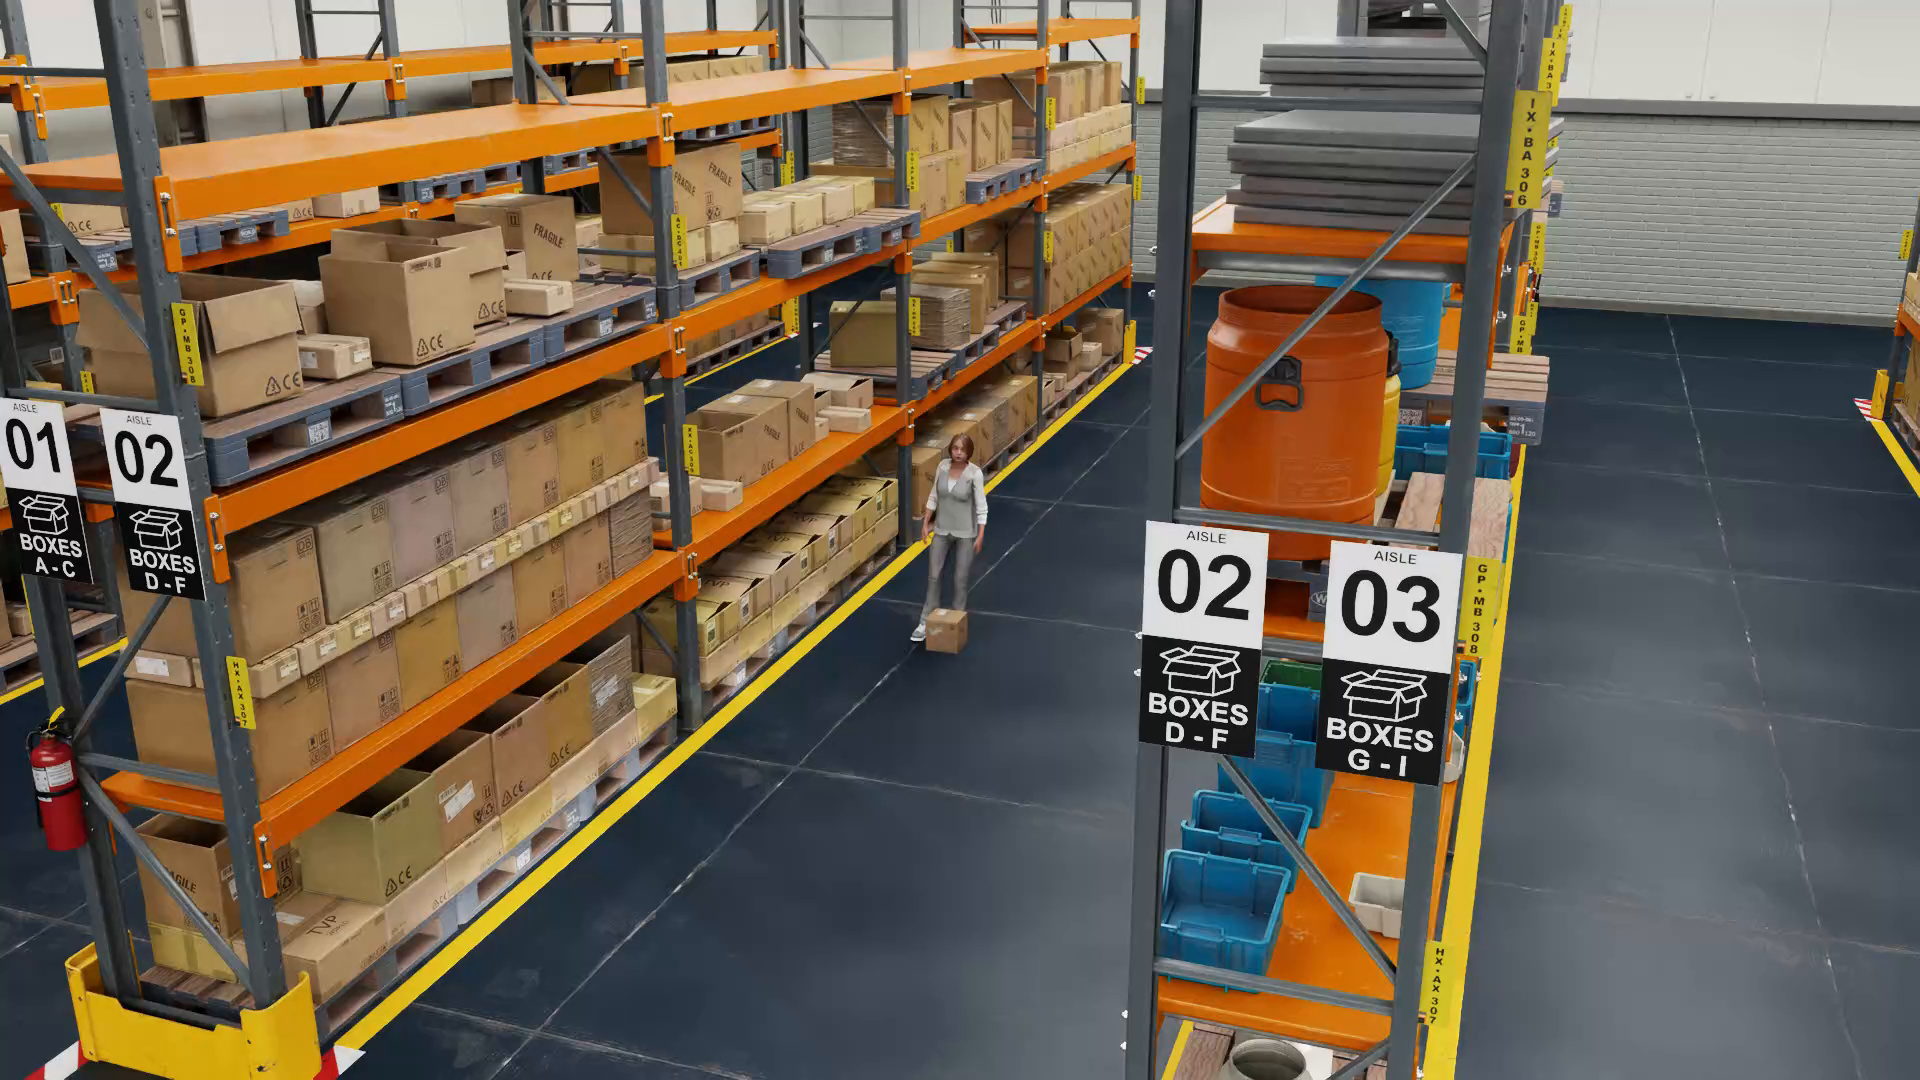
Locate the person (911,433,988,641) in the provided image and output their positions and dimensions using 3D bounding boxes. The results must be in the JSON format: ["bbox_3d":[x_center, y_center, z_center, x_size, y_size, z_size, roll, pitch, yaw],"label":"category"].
[{"bbox_3d":[-0.072,-0.007,12.595,0.520,1.582,0.475,7,20,19],"label":"person"}]
